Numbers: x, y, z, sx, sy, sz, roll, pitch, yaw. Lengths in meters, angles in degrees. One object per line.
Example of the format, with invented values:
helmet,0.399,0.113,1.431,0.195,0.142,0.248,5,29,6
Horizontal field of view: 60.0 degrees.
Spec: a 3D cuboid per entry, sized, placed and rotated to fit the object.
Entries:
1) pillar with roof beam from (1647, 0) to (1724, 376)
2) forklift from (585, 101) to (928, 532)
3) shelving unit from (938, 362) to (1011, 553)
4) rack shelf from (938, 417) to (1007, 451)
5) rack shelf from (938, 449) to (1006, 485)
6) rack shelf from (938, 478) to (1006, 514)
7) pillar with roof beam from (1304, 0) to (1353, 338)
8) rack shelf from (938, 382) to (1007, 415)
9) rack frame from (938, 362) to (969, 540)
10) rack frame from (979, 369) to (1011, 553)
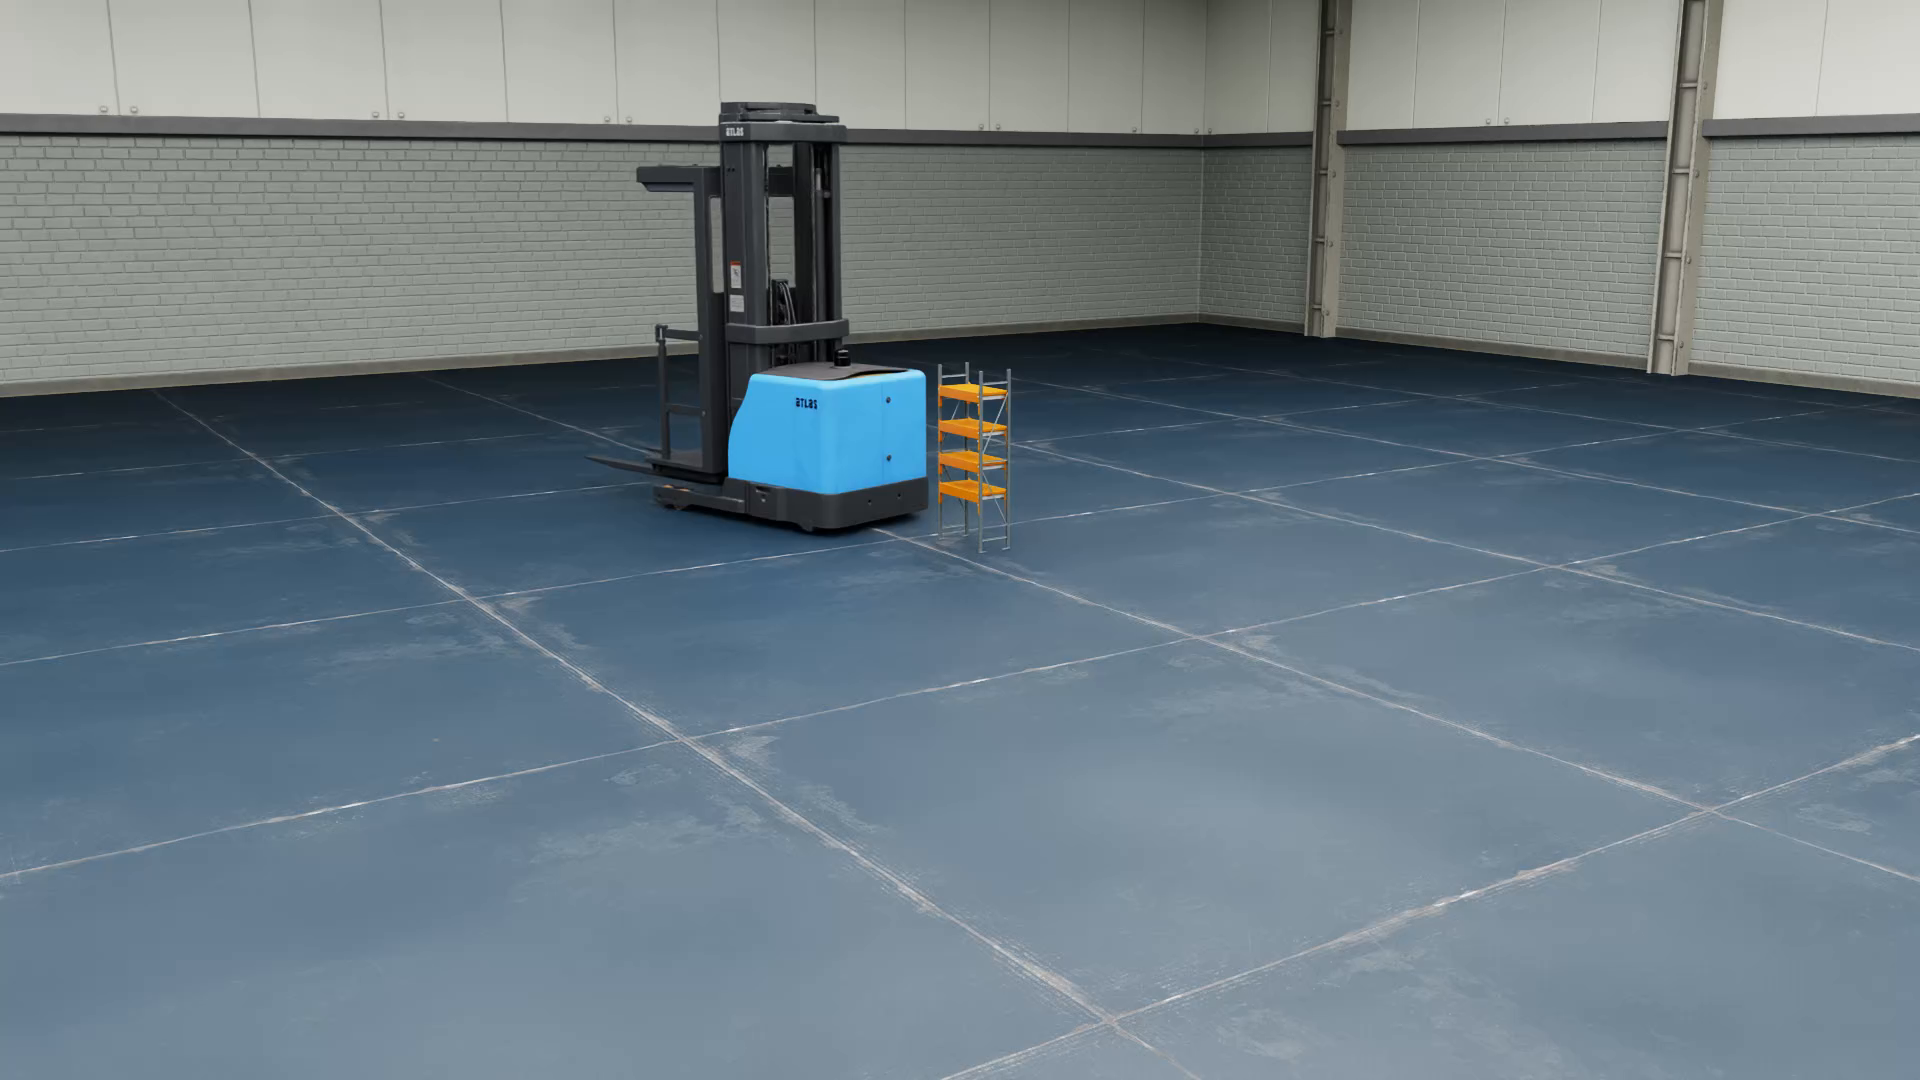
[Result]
pillar with roof beam,5.341,-5.988,17.679,9.100,9.000,0.400,-8,15,-33
forklift,-1.669,-1.726,12.394,3.031,2.935,1.130,11,16,40
shelving unit,0.092,-0.557,11.099,0.258,1.200,0.503,-8,15,-33
rack shelf,0.092,-0.710,11.066,0.258,0.148,0.480,-8,15,-33
rack shelf,0.092,-0.491,11.113,0.258,0.148,0.480,-8,15,-33
rack shelf,0.092,-0.297,11.156,0.258,0.148,0.480,-8,15,-33
pillar with roof beam,2.016,-7.055,22.559,9.100,9.000,0.400,-8,15,-33
rack shelf,0.092,-0.941,11.015,0.258,0.148,0.480,-8,15,-33
rack frame,-0.043,-0.600,11.297,0.240,1.200,0.015,-8,15,-33
rack frame,0.227,-0.513,10.901,0.240,1.200,0.015,-8,15,-33
